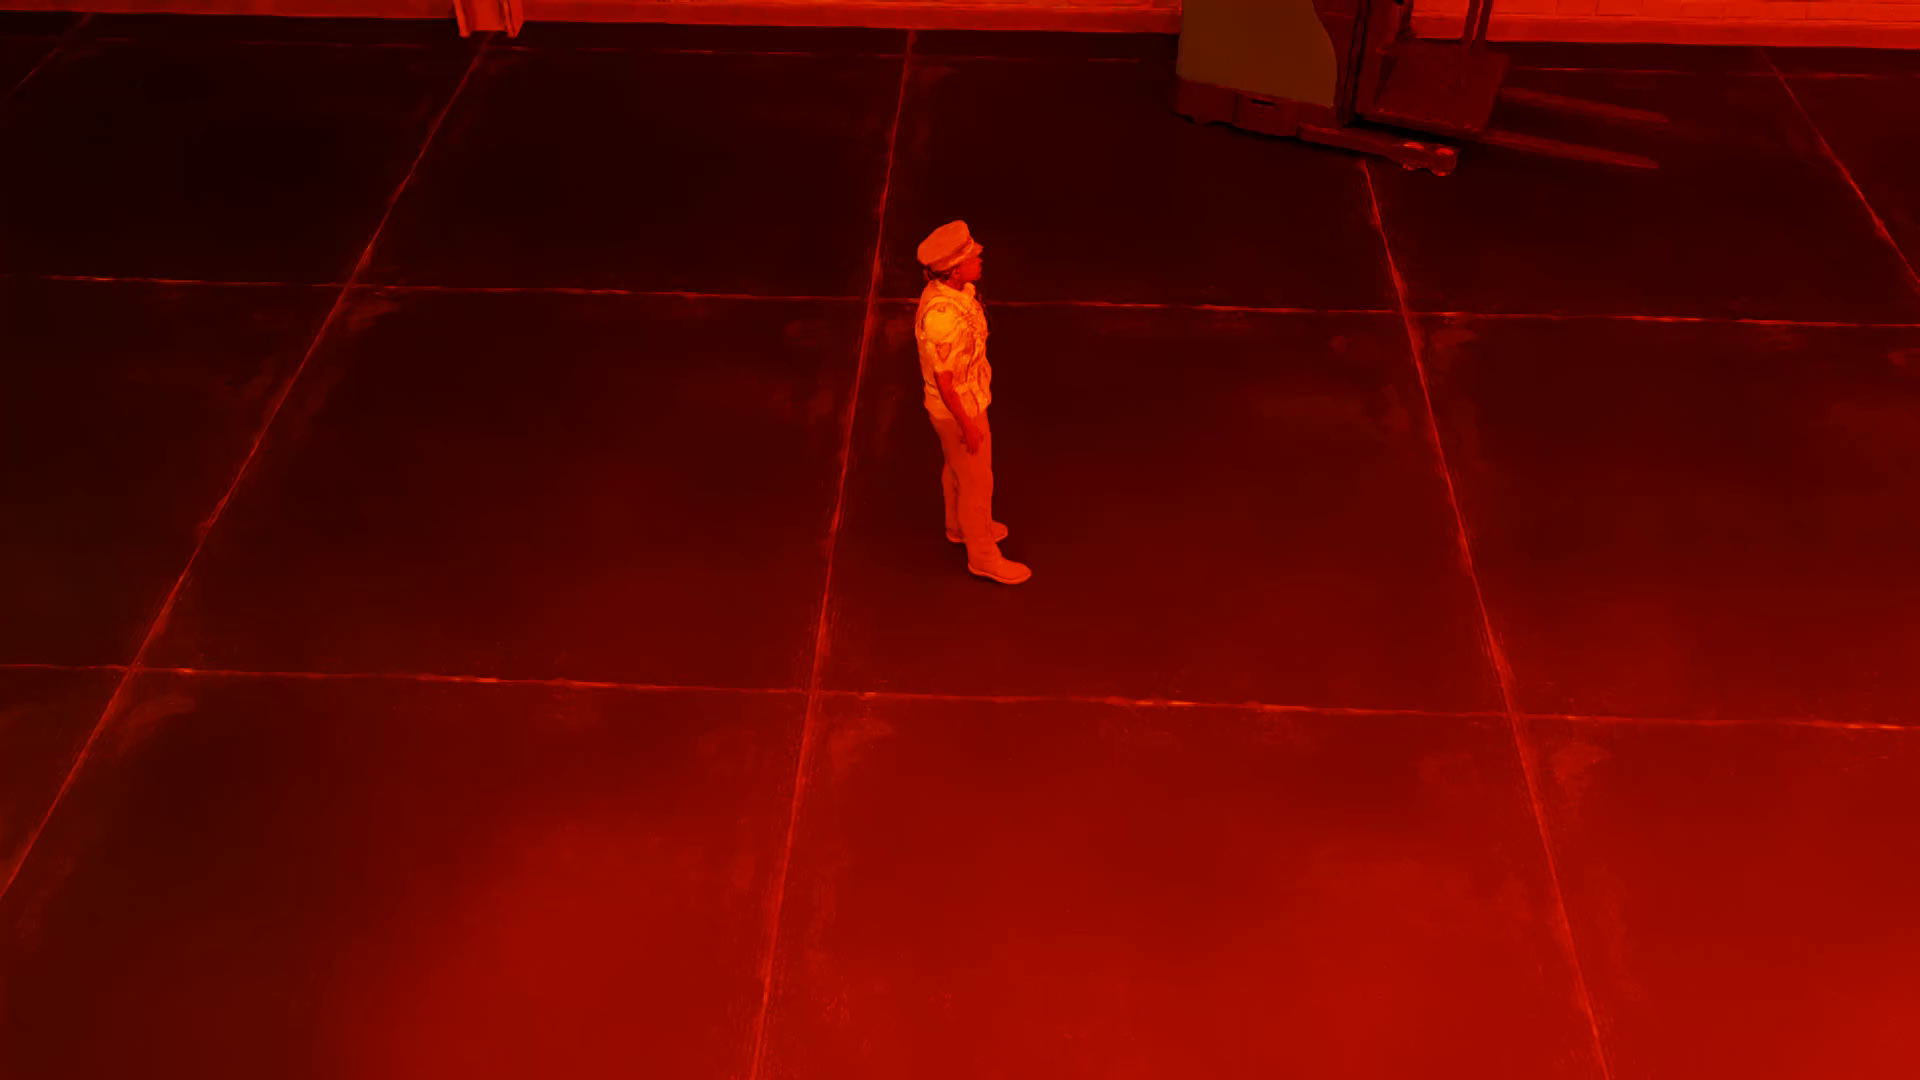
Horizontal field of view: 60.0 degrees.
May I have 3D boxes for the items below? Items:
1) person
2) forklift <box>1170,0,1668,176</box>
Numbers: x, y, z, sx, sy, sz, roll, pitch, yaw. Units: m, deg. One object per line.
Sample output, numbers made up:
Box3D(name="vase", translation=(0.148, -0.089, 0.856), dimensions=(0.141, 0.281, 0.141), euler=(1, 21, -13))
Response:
Box3D(name="person", translation=(0.074, -0.615, 7.324), dimensions=(0.529, 1.693, 0.570), euler=(2, 42, 2))
Box3D(name="forklift", translation=(2.949, -3.771, 9.873), dimensions=(3.031, 2.935, 1.130), euler=(16, 45, 16))
